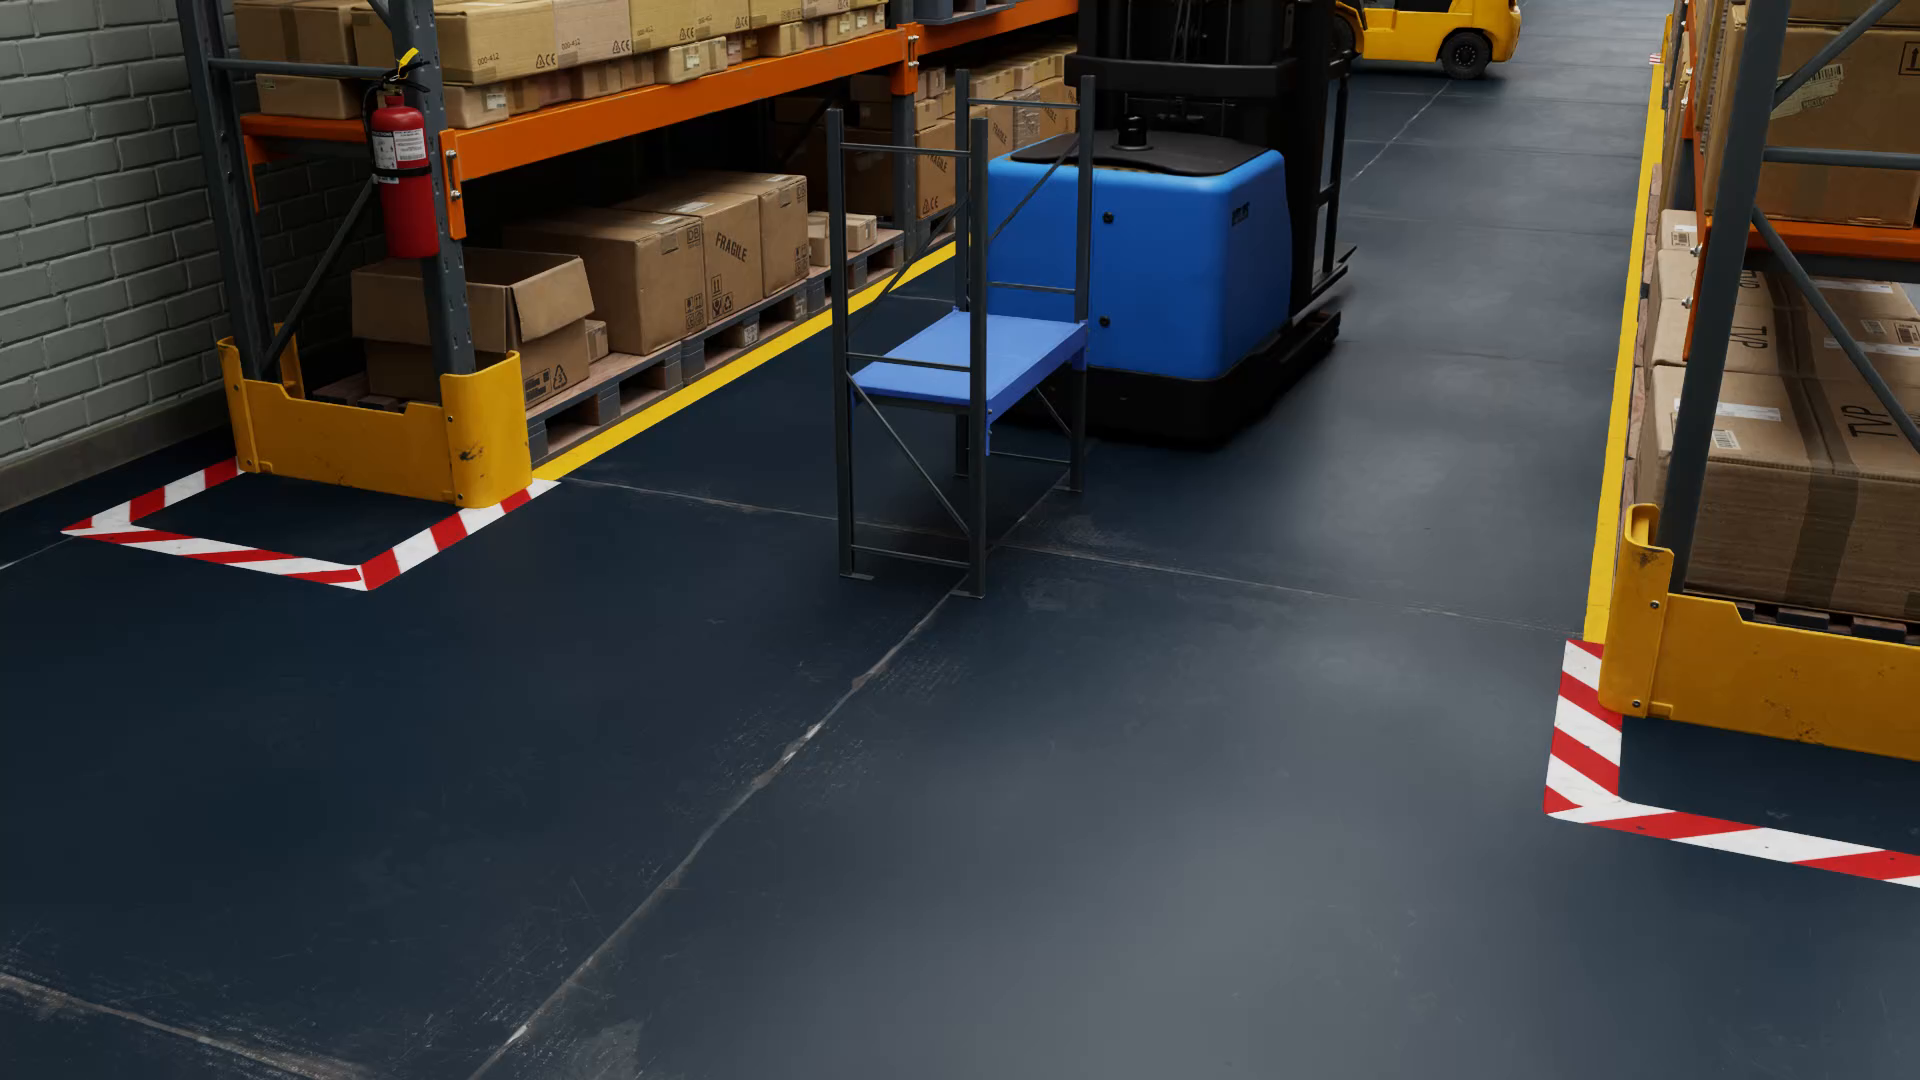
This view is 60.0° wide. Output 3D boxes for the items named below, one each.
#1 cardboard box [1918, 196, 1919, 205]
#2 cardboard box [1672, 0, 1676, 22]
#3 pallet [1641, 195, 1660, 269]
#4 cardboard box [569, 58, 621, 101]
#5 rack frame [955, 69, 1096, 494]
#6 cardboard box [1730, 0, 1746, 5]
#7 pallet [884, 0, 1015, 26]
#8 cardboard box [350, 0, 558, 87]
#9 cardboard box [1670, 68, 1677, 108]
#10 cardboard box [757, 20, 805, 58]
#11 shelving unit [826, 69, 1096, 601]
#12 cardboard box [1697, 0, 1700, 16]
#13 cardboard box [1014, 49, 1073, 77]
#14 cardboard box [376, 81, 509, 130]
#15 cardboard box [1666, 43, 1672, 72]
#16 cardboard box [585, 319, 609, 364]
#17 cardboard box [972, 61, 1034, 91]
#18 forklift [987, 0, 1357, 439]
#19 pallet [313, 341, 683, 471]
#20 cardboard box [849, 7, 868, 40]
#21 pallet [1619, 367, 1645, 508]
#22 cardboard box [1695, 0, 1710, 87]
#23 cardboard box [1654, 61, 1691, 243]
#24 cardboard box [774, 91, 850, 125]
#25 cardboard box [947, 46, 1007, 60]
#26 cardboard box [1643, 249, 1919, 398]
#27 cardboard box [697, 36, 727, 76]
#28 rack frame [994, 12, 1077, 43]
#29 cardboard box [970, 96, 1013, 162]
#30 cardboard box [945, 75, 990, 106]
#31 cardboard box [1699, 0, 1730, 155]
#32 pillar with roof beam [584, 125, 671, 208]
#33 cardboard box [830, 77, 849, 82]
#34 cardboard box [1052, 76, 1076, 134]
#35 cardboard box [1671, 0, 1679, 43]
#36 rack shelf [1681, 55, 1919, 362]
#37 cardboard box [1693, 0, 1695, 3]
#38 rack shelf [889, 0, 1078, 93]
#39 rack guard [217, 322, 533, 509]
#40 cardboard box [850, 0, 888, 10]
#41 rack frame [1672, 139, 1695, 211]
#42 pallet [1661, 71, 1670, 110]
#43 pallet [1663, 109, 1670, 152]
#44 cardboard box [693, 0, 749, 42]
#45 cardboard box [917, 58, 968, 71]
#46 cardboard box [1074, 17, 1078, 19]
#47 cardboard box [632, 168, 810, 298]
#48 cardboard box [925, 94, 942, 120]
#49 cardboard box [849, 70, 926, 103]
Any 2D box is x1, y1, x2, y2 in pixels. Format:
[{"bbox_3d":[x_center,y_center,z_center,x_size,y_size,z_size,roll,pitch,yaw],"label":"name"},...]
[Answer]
[{"bbox_3d":[2.830,-1.074,4.301,0.500,0.500,0.500,9,24,20],"label":"cardboard box"},{"bbox_3d":[7.763,-5.637,17.402,0.500,0.500,0.500,8,24,18],"label":"cardboard box"},{"bbox_3d":[4.539,-1.767,9.707,1.003,0.211,1.213,9,24,20],"label":"pallet"},{"bbox_3d":[-1.581,-1.848,6.608,0.380,0.149,0.250,10,25,22],"label":"cardboard box"},{"bbox_3d":[0.221,-0.904,5.970,0.500,1.500,0.032,9,24,20],"label":"rack frame"},{"bbox_3d":[2.510,-1.803,4.748,0.500,0.500,0.500,9,24,20],"label":"cardboard box"},{"bbox_3d":[-0.341,-3.220,9.816,1.003,0.211,1.213,9,24,20],"label":"pallet"},{"bbox_3d":[-1.806,-1.799,5.973,0.500,0.250,0.500,9,24,20],"label":"cardboard box"},{"bbox_3d":[6.386,-3.727,13.646,0.950,0.372,0.625,10,25,23],"label":"cardboard box"},{"bbox_3d":[-0.965,-2.394,7.915,0.380,0.149,0.250,8,24,19],"label":"cardboard box"},{"bbox_3d":[0.032,-0.723,5.534,0.538,1.500,1.048,9,24,20],"label":"shelving unit"},{"bbox_3d":[4.386,-3.002,9.239,0.500,0.250,0.500,9,24,20],"label":"cardboard box"},{"bbox_3d":[0.587,-3.406,11.870,0.380,0.149,0.250,8,24,18],"label":"cardboard box"},{"bbox_3d":[-1.848,-1.569,5.941,0.380,0.149,0.250,9,24,20],"label":"cardboard box"},{"bbox_3d":[7.001,-4.559,15.795,0.500,0.250,0.500,8,24,19],"label":"cardboard box"},{"bbox_3d":[-1.716,-0.837,7.016,0.380,0.149,0.250,8,24,18],"label":"cardboard box"},{"bbox_3d":[0.280,-3.126,11.199,0.380,0.149,0.250,8,24,18],"label":"cardboard box"},{"bbox_3d":[1.175,-2.279,7.404,1.130,2.935,3.031,11,25,24],"label":"forklift"},{"bbox_3d":[-1.902,-0.633,6.991,1.003,0.211,1.213,9,24,20],"label":"pallet"},{"bbox_3d":[-0.700,-2.676,8.590,0.380,0.149,0.250,9,24,21],"label":"cardboard box"},{"bbox_3d":[3.064,-0.343,6.298,1.003,0.211,1.213,9,24,20],"label":"pallet"},{"bbox_3d":[3.263,-2.065,6.673,0.500,0.500,0.500,9,24,20],"label":"cardboard box"},{"bbox_3d":[4.355,-2.100,9.098,0.875,0.875,0.875,10,24,22],"label":"cardboard box"},{"bbox_3d":[-0.870,-2.551,9.822,0.380,0.149,0.250,8,24,18],"label":"cardboard box"},{"bbox_3d":[0.122,-3.476,12.036,0.380,0.149,0.250,9,24,21],"label":"cardboard box"},{"bbox_3d":[3.206,-0.811,6.579,0.875,0.438,0.875,8,24,18],"label":"cardboard box"},{"bbox_3d":[-1.245,-2.120,7.260,0.380,0.149,0.250,9,24,21],"label":"cardboard box"},{"bbox_3d":[0.747,-4.470,12.559,1.000,3.000,0.127,9,24,20],"label":"rack frame"},{"bbox_3d":[0.027,-2.589,10.756,0.500,0.500,0.500,8,24,18],"label":"cardboard box"},{"bbox_3d":[-0.026,-2.856,10.552,0.380,0.149,0.250,9,24,20],"label":"cardboard box"},{"bbox_3d":[2.701,-1.517,5.361,0.500,0.500,0.500,10,24,22],"label":"cardboard box"},{"bbox_3d":[2.162,-5.070,6.213,9.100,9.000,0.400,9,24,20],"label":"pillar with roof beam"},{"bbox_3d":[-0.625,-2.830,10.489,0.380,0.149,0.250,8,24,17],"label":"cardboard box"},{"bbox_3d":[0.593,-3.150,12.099,0.500,0.500,0.500,8,24,19],"label":"cardboard box"},{"bbox_3d":[7.189,-5.078,16.065,0.500,0.500,0.500,10,25,23],"label":"cardboard box"},{"bbox_3d":[3.128,-1.281,5.859,1.077,0.370,4.000,9,24,20],"label":"rack shelf"},{"bbox_3d":[4.941,-3.552,10.557,0.500,0.250,0.500,8,24,19],"label":"cardboard box"},{"bbox_3d":[0.004,-3.422,10.984,1.077,0.370,4.000,9,24,20],"label":"rack shelf"},{"bbox_3d":[-2.197,-0.481,6.252,1.175,0.500,0.348,9,24,20],"label":"rack guard"},{"bbox_3d":[-0.702,-2.889,8.584,0.500,0.250,0.500,9,24,21],"label":"cardboard box"},{"bbox_3d":[3.871,-2.329,7.434,1.000,3.000,0.127,9,24,20],"label":"rack frame"},{"bbox_3d":[7.059,-4.151,15.413,1.003,0.211,1.213,9,24,20],"label":"pallet"},{"bbox_3d":[6.103,-3.188,13.109,1.003,0.211,1.213,9,24,20],"label":"pallet"},{"bbox_3d":[-1.264,-2.347,7.286,0.500,0.250,0.500,8,24,19],"label":"cardboard box"},{"bbox_3d":[-0.167,-3.197,11.369,0.380,0.149,0.250,9,24,20],"label":"cardboard box"},{"bbox_3d":[1.476,-4.265,14.605,0.875,0.625,0.625,8,24,18],"label":"cardboard box"},{"bbox_3d":[-1.171,-1.524,8.206,0.700,0.500,0.500,8,24,18],"label":"cardboard box"},{"bbox_3d":[-0.328,-2.578,9.888,0.380,0.149,0.250,8,24,19],"label":"cardboard box"},{"bbox_3d":[-0.415,-2.614,9.588,0.380,0.149,0.250,8,24,19],"label":"cardboard box"}]
